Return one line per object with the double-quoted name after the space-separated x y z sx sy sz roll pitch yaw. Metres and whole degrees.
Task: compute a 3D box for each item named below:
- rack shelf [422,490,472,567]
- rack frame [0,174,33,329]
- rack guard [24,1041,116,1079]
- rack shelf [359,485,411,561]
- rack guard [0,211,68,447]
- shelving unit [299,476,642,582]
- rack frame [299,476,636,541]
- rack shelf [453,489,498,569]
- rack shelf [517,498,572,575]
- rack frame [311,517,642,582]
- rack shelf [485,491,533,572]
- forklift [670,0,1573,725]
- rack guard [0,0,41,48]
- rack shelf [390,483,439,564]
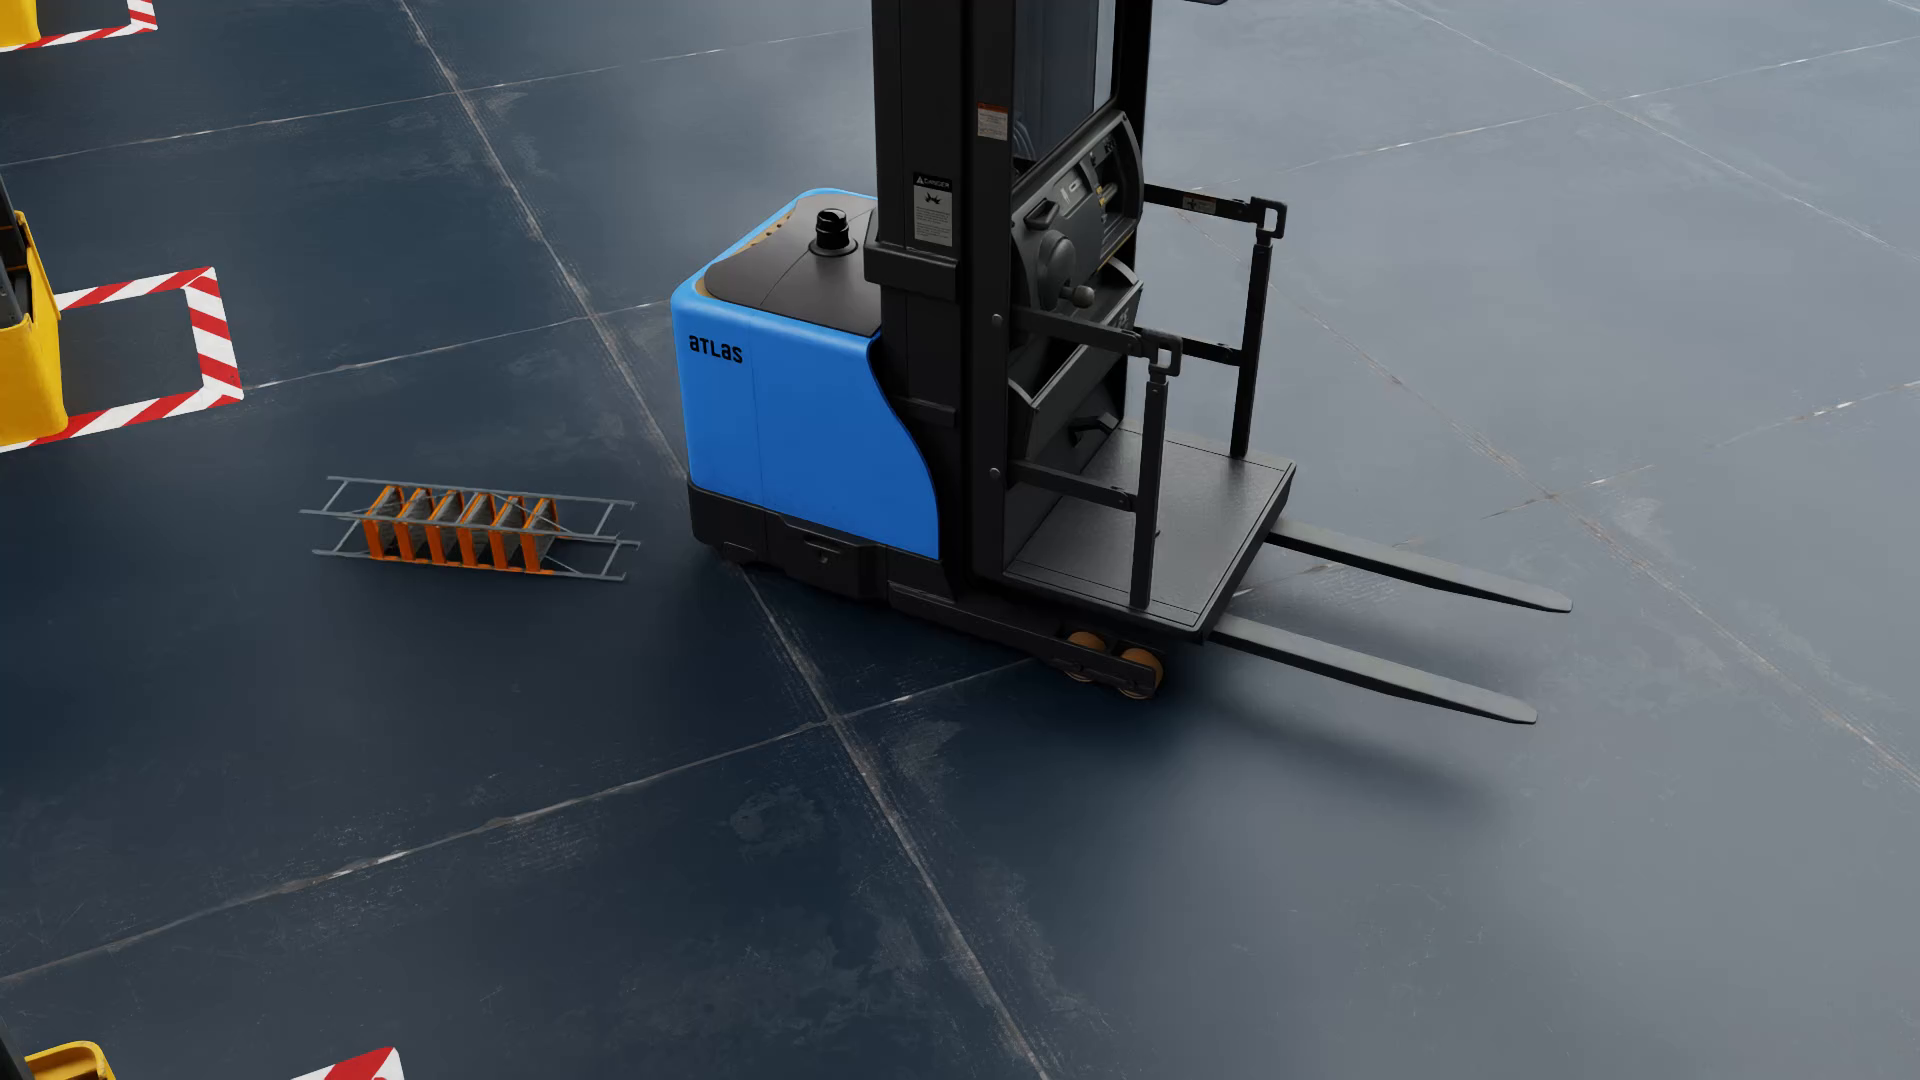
-1.876 -0.051 6.156 0.103 0.180 0.258 5 37 7 "rack shelf"
-4.027 -1.965 6.381 0.127 3.000 1.000 -16 39 -20 "rack frame"
-1.904 1.706 3.531 0.348 0.500 1.175 -16 39 -20 "rack guard"
-2.113 -0.072 6.185 0.103 0.180 0.258 5 37 7 "rack shelf"
-4.076 -0.916 7.065 0.348 0.500 1.175 -16 39 -20 "rack guard"
-1.801 -0.045 6.146 1.200 0.189 0.258 5 37 7 "shelving unit"
-1.802 -0.119 6.092 1.200 0.006 0.240 5 37 7 "rack frame"
-1.757 -0.041 6.141 0.103 0.180 0.258 5 37 7 "rack shelf"
-1.520 -0.021 6.111 0.103 0.180 0.258 5 37 7 "rack shelf"
-1.801 0.028 6.201 1.200 0.006 0.240 5 37 7 "rack frame"
-1.639 -0.031 6.126 0.103 0.180 0.258 5 37 7 "rack shelf"
0.560 -1.012 5.154 3.031 2.935 1.130 16 40 21 "forklift"
-6.200 -3.612 10.701 0.348 0.500 1.175 -16 39 -20 "rack guard"
-1.995 -0.061 6.170 0.103 0.180 0.258 5 37 7 "rack shelf"
